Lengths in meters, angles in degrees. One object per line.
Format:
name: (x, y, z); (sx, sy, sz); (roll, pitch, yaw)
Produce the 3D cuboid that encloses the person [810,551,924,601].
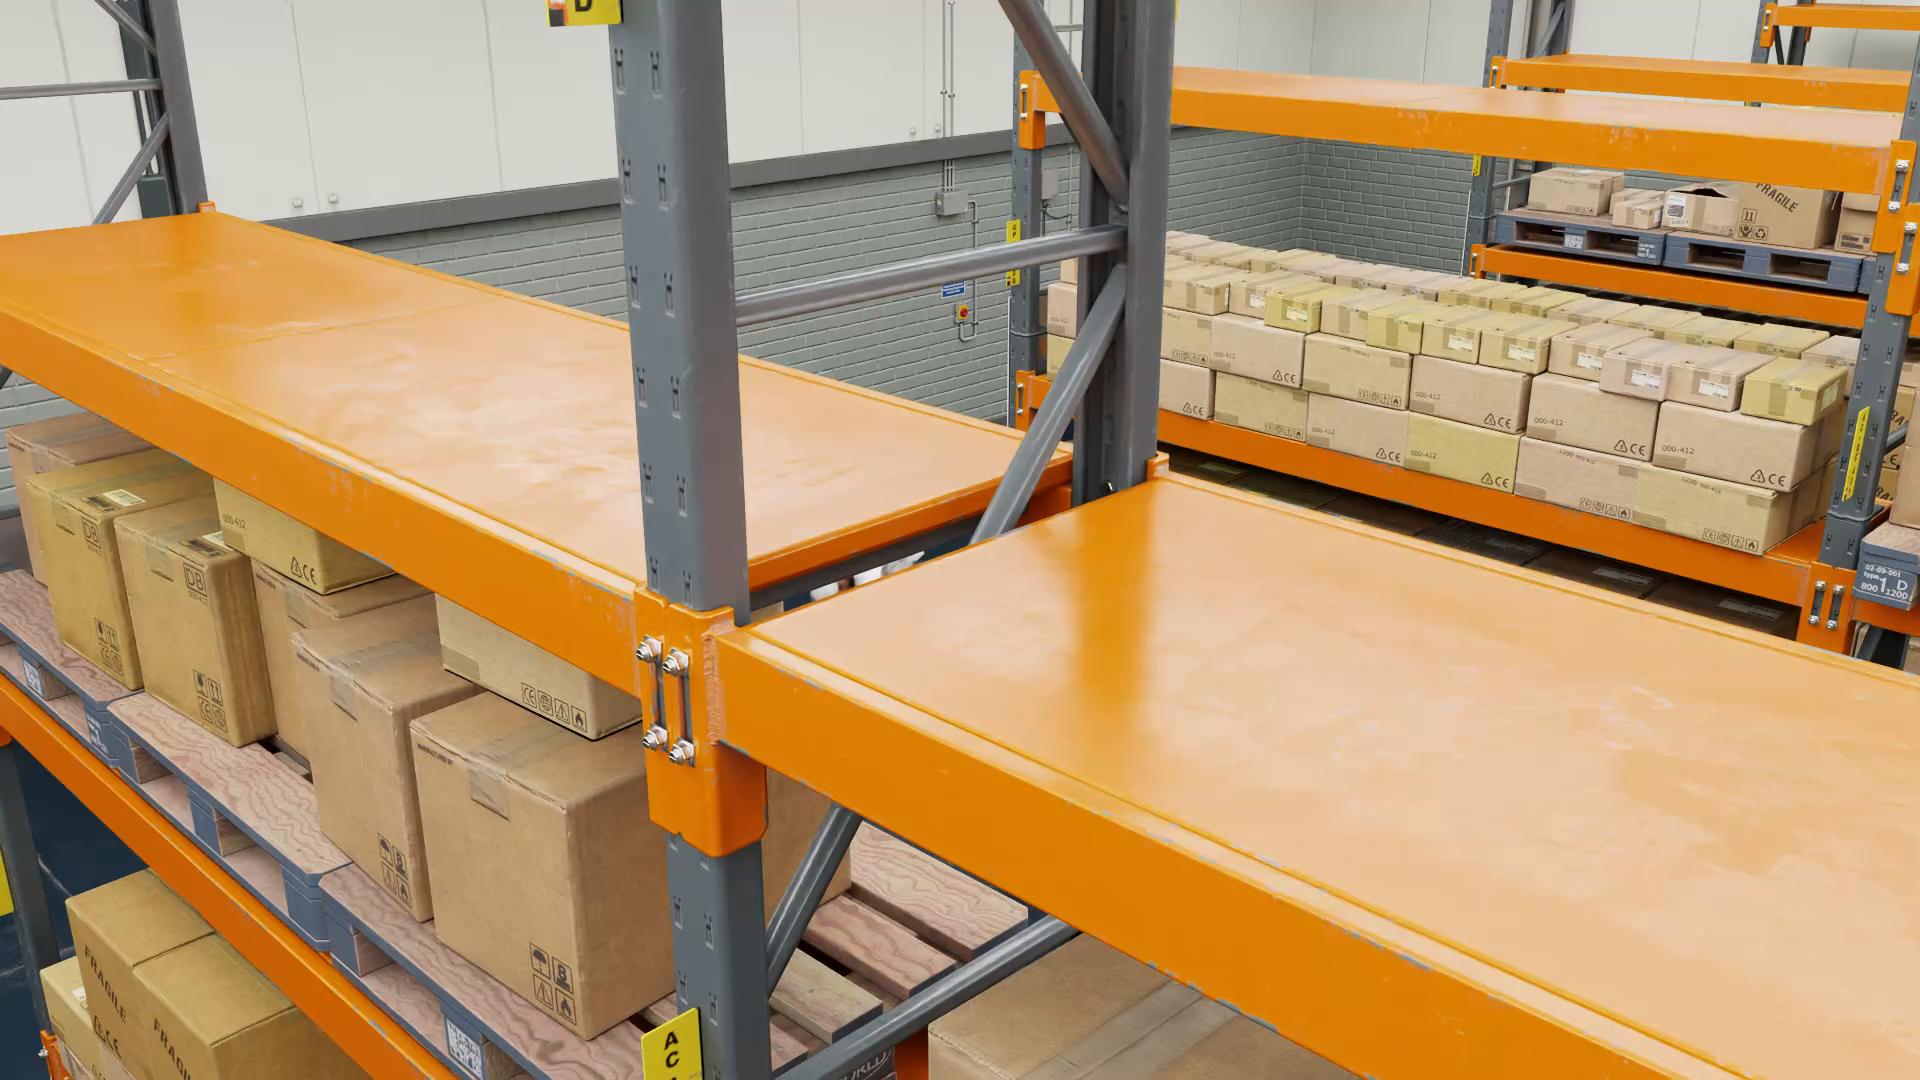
person: (-0.674, 0.425, 11.793); (0.516, 0.987, 0.981); (17, 26, 38)
